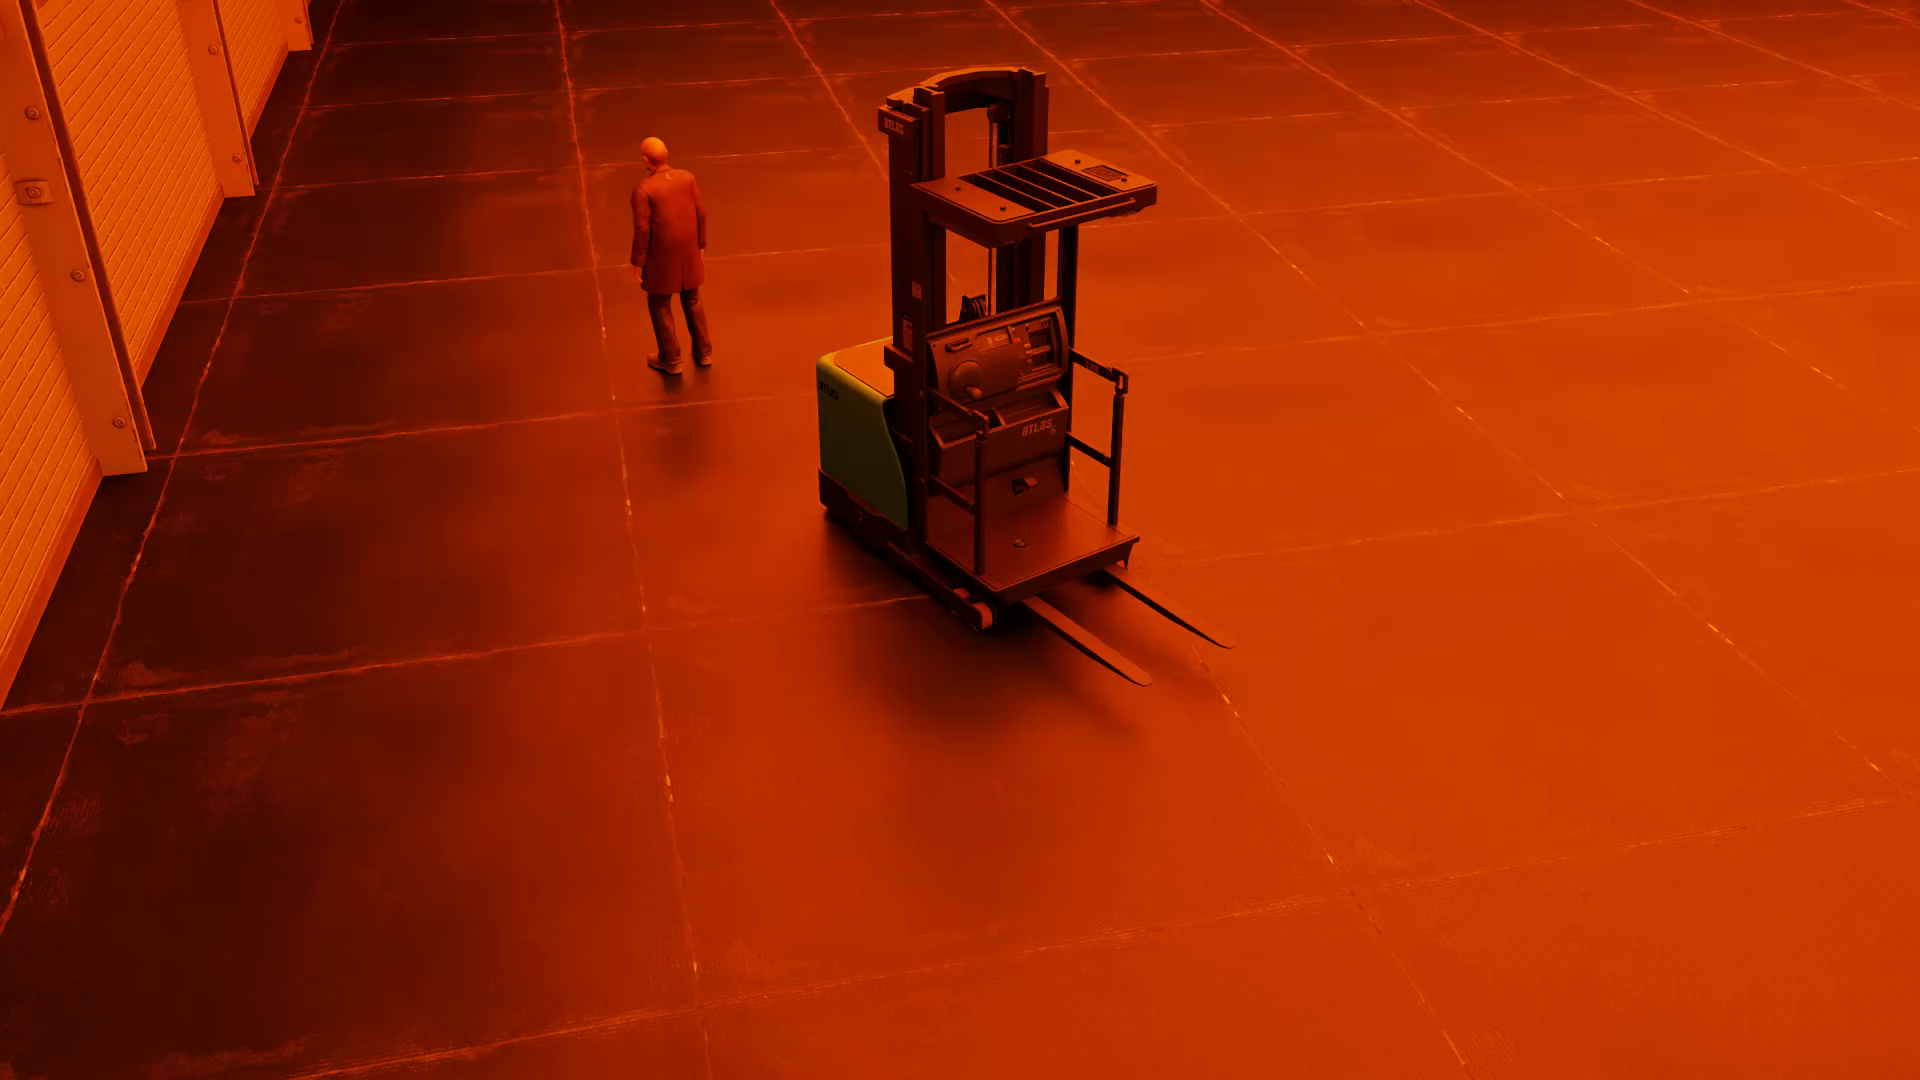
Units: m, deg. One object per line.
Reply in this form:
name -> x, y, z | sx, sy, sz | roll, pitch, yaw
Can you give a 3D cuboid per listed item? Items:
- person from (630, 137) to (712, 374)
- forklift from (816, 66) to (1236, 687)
person -> -2.167, -2.116, 12.385 | 0.651, 1.773, 0.435 | -23, 37, -34
forklift -> 0.355, -1.021, 9.338 | 1.130, 2.935, 3.031 | -20, 35, -30
